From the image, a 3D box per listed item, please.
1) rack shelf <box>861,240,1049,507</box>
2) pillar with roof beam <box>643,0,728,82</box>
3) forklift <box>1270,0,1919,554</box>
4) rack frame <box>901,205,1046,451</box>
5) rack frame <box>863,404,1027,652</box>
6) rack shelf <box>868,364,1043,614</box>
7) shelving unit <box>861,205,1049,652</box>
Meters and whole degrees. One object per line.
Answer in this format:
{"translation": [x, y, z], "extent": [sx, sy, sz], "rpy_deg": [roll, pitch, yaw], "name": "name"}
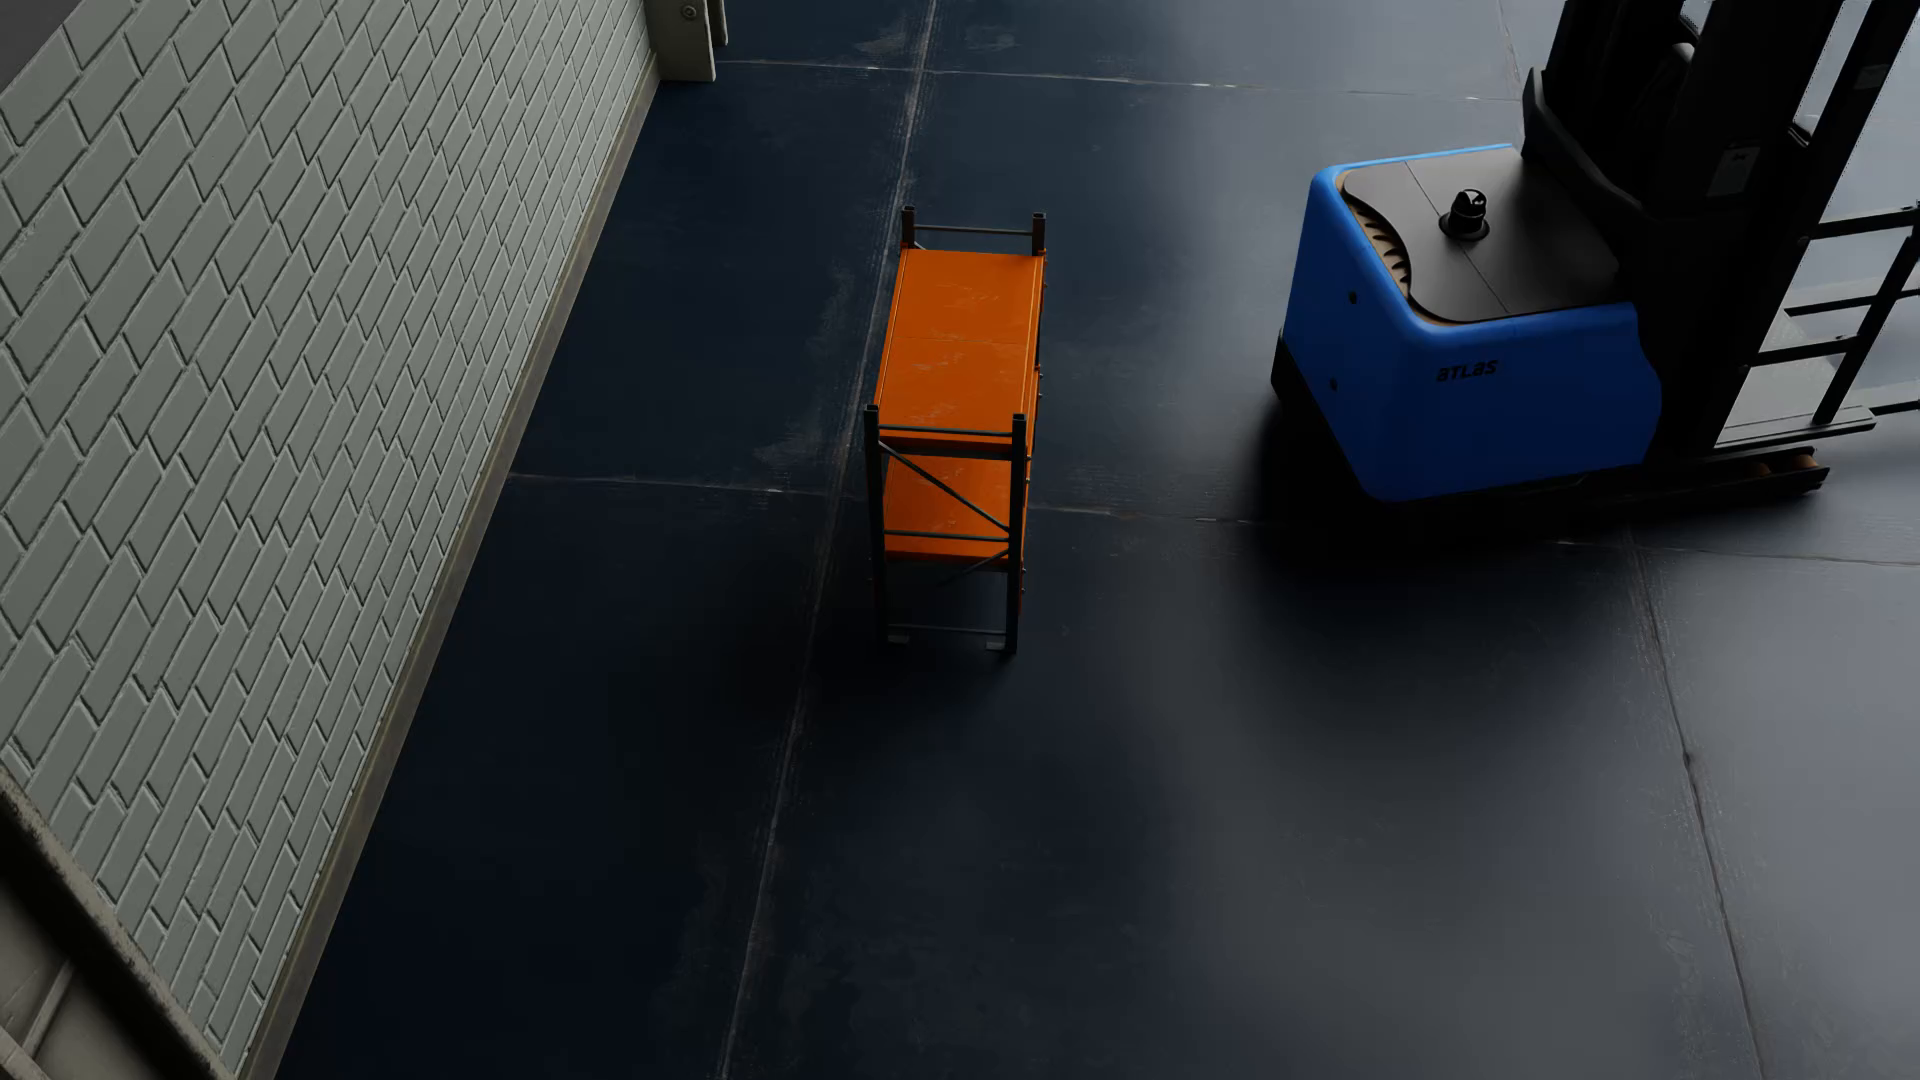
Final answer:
{"translation": [0.001, -0.582, 5.623], "extent": [0.538, 0.278, 1.000], "rpy_deg": [4, 48, 4], "name": "rack shelf"}
{"translation": [2.914, -5.207, 4.914], "extent": [9.100, 9.000, 0.400], "rpy_deg": [4, 48, 4], "name": "pillar with roof beam"}
{"translation": [2.830, -1.501, 5.636], "extent": [3.031, 2.935, 1.130], "rpy_deg": [-9, 48, -8], "name": "forklift"}
{"translation": [0.047, -0.758, 6.181], "extent": [0.500, 1.125, 0.032], "rpy_deg": [4, 48, 4], "name": "rack frame"}
{"translation": [-0.046, -0.011, 5.498], "extent": [0.500, 1.125, 0.032], "rpy_deg": [4, 48, 4], "name": "rack frame"}
{"translation": [0.001, -0.220, 6.020], "extent": [0.538, 0.278, 1.000], "rpy_deg": [4, 48, 4], "name": "rack shelf"}
{"translation": [0.001, -0.385, 5.839], "extent": [0.538, 1.125, 1.048], "rpy_deg": [4, 48, 4], "name": "shelving unit"}
